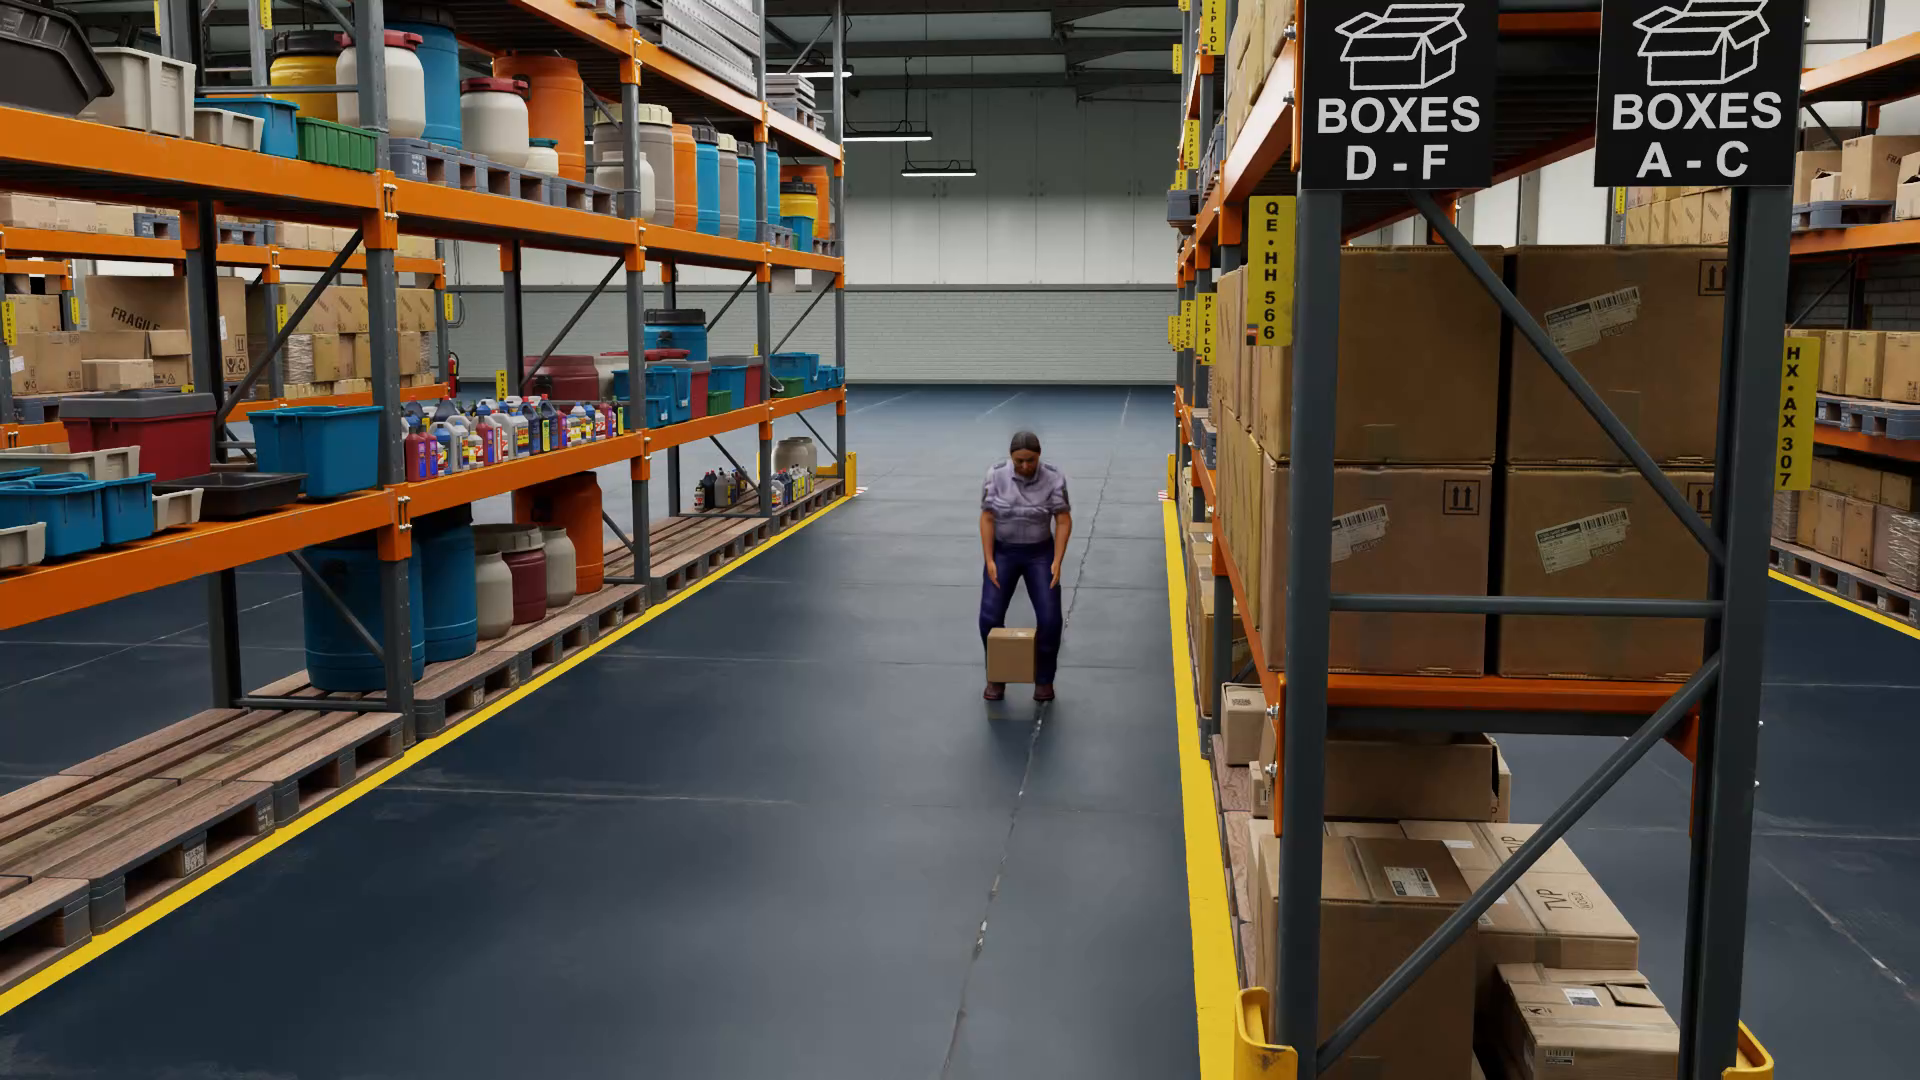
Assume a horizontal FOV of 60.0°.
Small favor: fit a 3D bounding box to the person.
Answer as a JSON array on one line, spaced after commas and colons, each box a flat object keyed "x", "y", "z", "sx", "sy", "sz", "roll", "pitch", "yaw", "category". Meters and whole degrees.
[{"x": 0.373, "y": 0.140, "z": 9.362, "sx": 0.519, "sy": 1.517, "sz": 0.507, "roll": 1, "pitch": 8, "yaw": 7, "category": "person"}]
